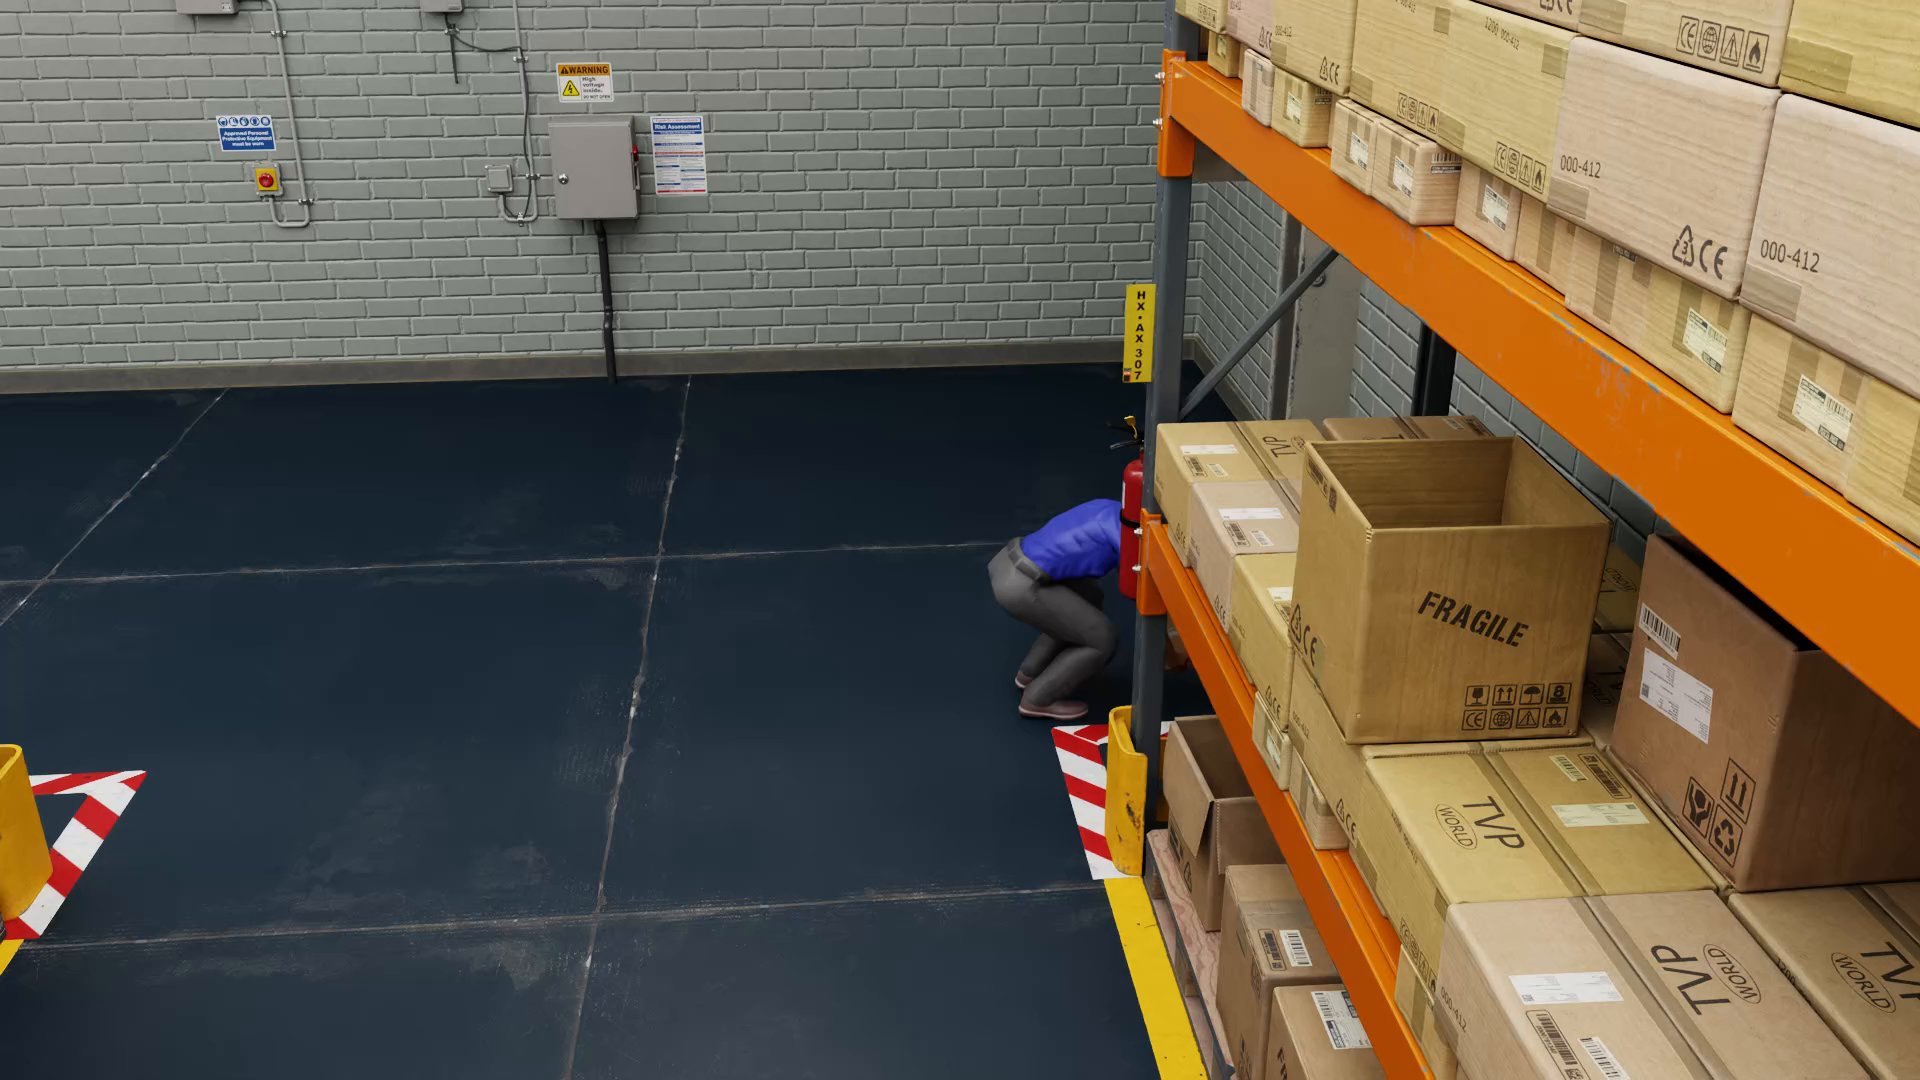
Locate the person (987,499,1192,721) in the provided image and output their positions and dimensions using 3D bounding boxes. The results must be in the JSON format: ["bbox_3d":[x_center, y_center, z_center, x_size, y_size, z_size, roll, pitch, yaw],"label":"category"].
[{"bbox_3d":[0.546,0.252,6.936,0.863,0.938,0.470,-2,24,-5],"label":"person"}]
